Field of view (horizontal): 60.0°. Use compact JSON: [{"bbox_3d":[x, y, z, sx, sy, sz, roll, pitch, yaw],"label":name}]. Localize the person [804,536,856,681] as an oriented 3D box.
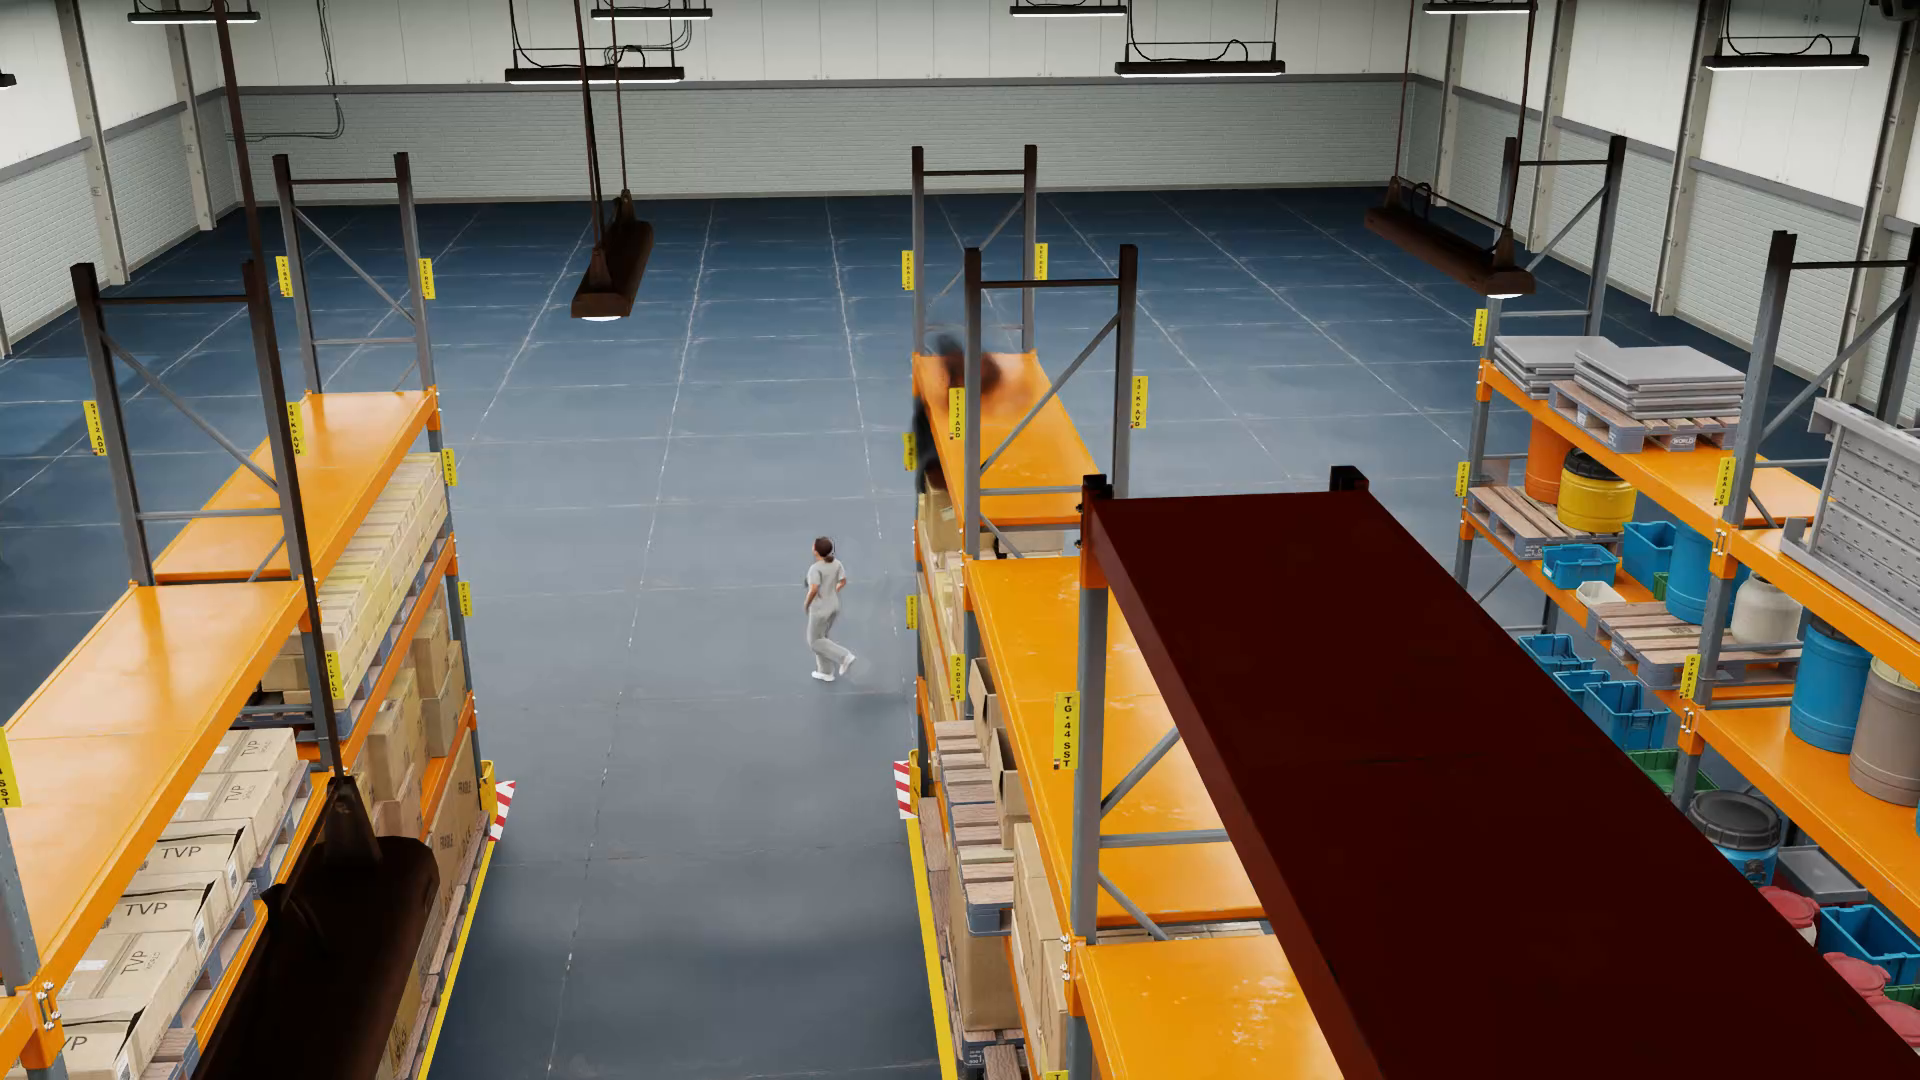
[{"bbox_3d":[-1.358,0.773,17.492,0.638,1.653,0.572,15,26,34],"label":"person"}]
